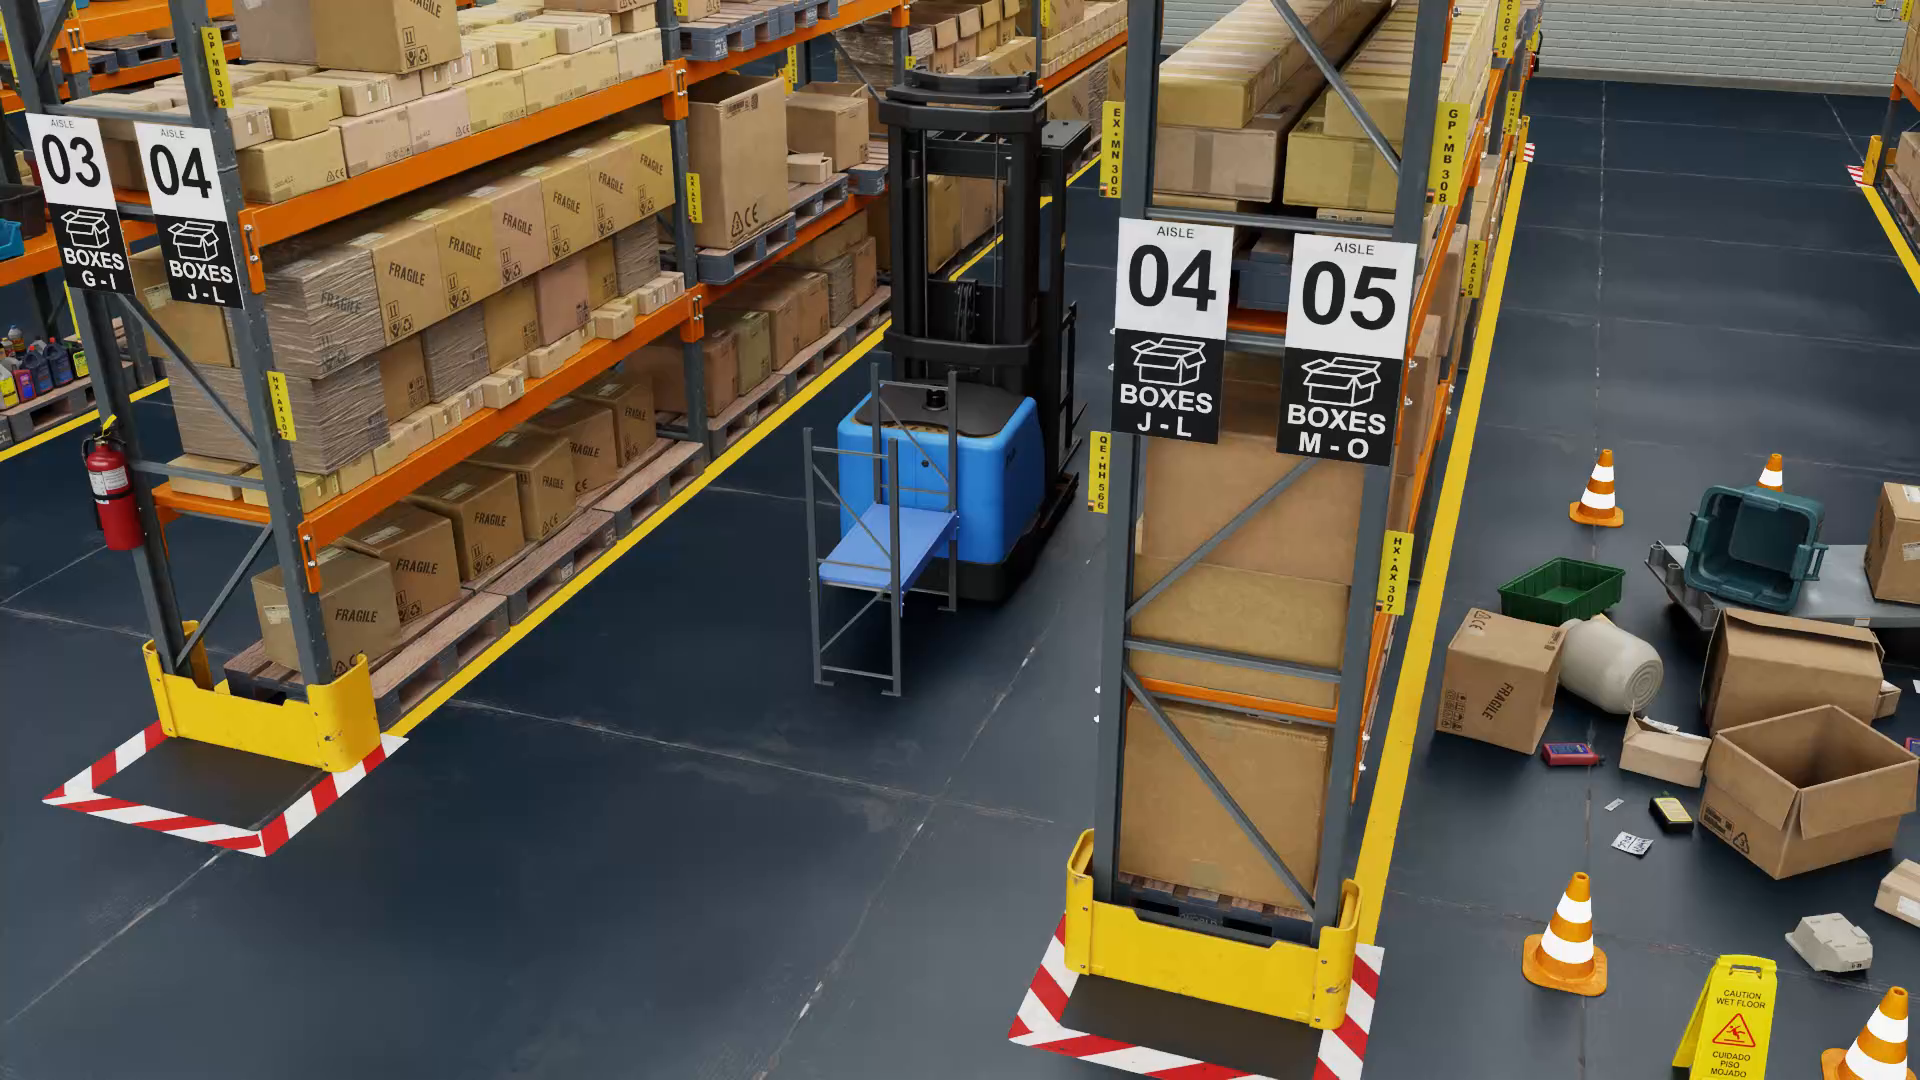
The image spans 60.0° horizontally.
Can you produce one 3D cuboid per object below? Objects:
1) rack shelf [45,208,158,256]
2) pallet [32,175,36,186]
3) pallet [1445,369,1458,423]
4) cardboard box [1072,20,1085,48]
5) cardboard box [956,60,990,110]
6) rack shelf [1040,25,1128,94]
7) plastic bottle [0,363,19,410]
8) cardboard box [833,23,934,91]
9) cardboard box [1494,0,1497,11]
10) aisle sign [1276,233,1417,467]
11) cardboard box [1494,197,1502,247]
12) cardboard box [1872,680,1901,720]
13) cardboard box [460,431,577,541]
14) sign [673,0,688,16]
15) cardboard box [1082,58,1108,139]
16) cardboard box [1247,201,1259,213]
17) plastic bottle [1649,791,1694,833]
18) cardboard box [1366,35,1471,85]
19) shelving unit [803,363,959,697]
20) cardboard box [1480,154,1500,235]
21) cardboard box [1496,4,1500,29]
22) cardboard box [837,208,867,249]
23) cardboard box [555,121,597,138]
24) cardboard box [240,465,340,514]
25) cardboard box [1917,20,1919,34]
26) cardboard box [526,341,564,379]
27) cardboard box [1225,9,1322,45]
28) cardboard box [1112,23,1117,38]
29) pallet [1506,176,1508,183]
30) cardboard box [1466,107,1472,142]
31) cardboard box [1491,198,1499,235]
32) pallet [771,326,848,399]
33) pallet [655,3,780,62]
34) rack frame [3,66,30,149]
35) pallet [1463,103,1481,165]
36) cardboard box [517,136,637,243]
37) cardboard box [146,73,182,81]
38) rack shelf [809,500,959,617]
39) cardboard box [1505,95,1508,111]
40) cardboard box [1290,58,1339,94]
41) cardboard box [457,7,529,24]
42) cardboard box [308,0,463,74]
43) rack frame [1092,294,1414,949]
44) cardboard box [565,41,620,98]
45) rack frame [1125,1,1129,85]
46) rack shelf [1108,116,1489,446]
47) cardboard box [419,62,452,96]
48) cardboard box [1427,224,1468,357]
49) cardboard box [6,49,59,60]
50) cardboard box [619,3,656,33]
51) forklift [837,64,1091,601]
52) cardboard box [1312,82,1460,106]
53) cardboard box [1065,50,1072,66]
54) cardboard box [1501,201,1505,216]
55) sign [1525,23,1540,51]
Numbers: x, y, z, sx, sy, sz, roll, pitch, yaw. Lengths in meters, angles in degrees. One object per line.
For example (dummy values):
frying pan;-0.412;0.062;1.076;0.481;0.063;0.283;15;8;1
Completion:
rack shelf;-6.278;-3.159;14.658;1.077;0.370;4.000;9;27;17
pallet;-9.998;-4.071;18.915;1.003;0.211;1.213;9;27;17
pallet;3.369;-1.257;13.105;1.003;0.211;1.213;9;27;17
cardboard box;1.130;-5.869;19.260;0.500;0.250;0.500;9;27;19
cardboard box;-0.018;-4.420;16.322;0.500;0.500;0.500;9;27;18
rack shelf;1.055;-5.728;19.964;1.077;0.370;4.000;9;27;17
plastic bottle;-7.057;-1.149;12.215;0.144;0.351;0.185;9;27;17
cardboard box;-0.683;-4.381;15.091;0.797;0.503;0.637;10;27;19
cardboard box;2.466;-2.711;8.242;0.380;0.149;0.250;9;27;17
aisle sign;1.299;-0.635;5.637;0.394;0.787;0.004;9;27;17
cardboard box;5.025;-3.193;16.288;0.500;0.500;0.500;8;27;16
cardboard box;4.778;0.749;8.899;0.258;0.266;0.396;-9;27;-18
cardboard box;-2.759;-0.345;10.407;0.500;0.500;0.500;6;27;13
sign;-1.758;-3.450;10.398;0.100;0.325;0.005;9;27;17
cardboard box;1.280;-5.458;20.537;0.875;0.875;0.875;9;27;17
cardboard box;0.916;-1.298;6.239;0.380;0.149;0.250;9;27;18
plastic bottle;3.406;1.301;7.993;0.133;0.061;0.283;0;26;-1
cardboard box;1.790;-1.877;6.518;0.380;0.149;0.250;8;27;17
shelving unit;-0.407;-0.075;9.183;0.538;1.500;1.048;8;27;15
cardboard box;3.806;-2.647;12.659;0.500;0.500;0.500;9;27;17
cardboard box;3.083;-3.191;10.148;0.380;0.149;0.250;9;27;17
cardboard box;-1.136;-2.717;14.423;0.500;0.250;0.500;10;28;20
cardboard box;-2.662;-2.423;10.710;0.500;0.500;0.500;9;27;17
cardboard box;-3.284;-0.268;8.150;0.380;0.149;0.250;9;27;17
cardboard box;10.472;-5.563;17.535;0.500;0.500;0.500;8;27;16
cardboard box;-2.580;-1.084;9.836;0.380;0.149;0.250;9;27;17
cardboard box;1.340;-2.182;7.150;0.380;0.149;0.250;9;27;18
cardboard box;1.743;-6.356;20.724;0.380;0.149;0.250;9;27;18
pallet;5.628;-3.999;18.766;1.003;0.211;1.213;9;27;17
cardboard box;2.044;-1.829;7.336;0.380;0.149;0.250;9;27;17
cardboard box;4.506;-2.885;14.793;0.500;0.250;0.500;9;27;18
pallet;-1.610;-1.511;13.628;1.003;0.211;1.213;9;27;17
pallet;-1.967;-3.446;11.200;1.213;0.211;1.003;9;27;17
rack frame;-10.282;-5.025;17.685;1.000;3.000;0.127;9;27;17
pallet;2.089;-2.157;8.423;1.003;0.211;1.213;9;27;17
cardboard box;-2.328;-2.141;10.127;0.500;0.500;0.500;9;27;17
cardboard box;-9.674;-5.504;20.180;0.500;0.250;0.500;9;27;18
rack shelf;-0.407;0.087;9.262;0.538;0.185;1.000;8;27;15
cardboard box;5.436;-4.425;16.736;0.380;0.149;0.250;10;28;19
cardboard box;1.275;-1.842;6.904;0.500;0.250;0.500;9;27;17
cardboard box;-2.806;-3.088;9.958;0.380;0.149;0.250;9;27;18
cardboard box;-2.855;-2.624;8.255;0.500;0.500;0.500;9;27;17
rack frame;1.040;0.462;6.354;1.000;3.000;0.127;9;27;17
cardboard box;-2.362;-2.787;9.794;0.500;0.250;0.500;9;27;19
rack frame;1.721;-6.874;21.505;1.000;3.000;0.127;9;27;17
rack shelf;1.706;-1.386;7.554;1.077;0.370;4.000;9;27;17
cardboard box;-2.829;-2.370;8.475;0.380;0.149;0.250;8;27;15
cardboard box;2.143;-1.346;8.676;0.875;0.550;0.550;9;27;17
cardboard box;-10.179;-5.534;18.140;0.700;0.500;0.500;0;26;0
cardboard box;-2.108;-3.229;10.250;0.380;0.149;0.250;10;27;19
forklift;0.182;-1.580;10.649;1.130;2.935;3.031;8;27;15
cardboard box;1.611;-1.558;6.319;0.500;0.250;0.500;8;27;17
cardboard box;1.062;-5.515;18.987;0.380;0.149;0.250;8;27;16
cardboard box;5.457;-3.478;17.281;0.380;0.149;0.250;8;27;15
sign;5.558;-4.912;16.123;0.100;0.325;0.005;9;27;17
